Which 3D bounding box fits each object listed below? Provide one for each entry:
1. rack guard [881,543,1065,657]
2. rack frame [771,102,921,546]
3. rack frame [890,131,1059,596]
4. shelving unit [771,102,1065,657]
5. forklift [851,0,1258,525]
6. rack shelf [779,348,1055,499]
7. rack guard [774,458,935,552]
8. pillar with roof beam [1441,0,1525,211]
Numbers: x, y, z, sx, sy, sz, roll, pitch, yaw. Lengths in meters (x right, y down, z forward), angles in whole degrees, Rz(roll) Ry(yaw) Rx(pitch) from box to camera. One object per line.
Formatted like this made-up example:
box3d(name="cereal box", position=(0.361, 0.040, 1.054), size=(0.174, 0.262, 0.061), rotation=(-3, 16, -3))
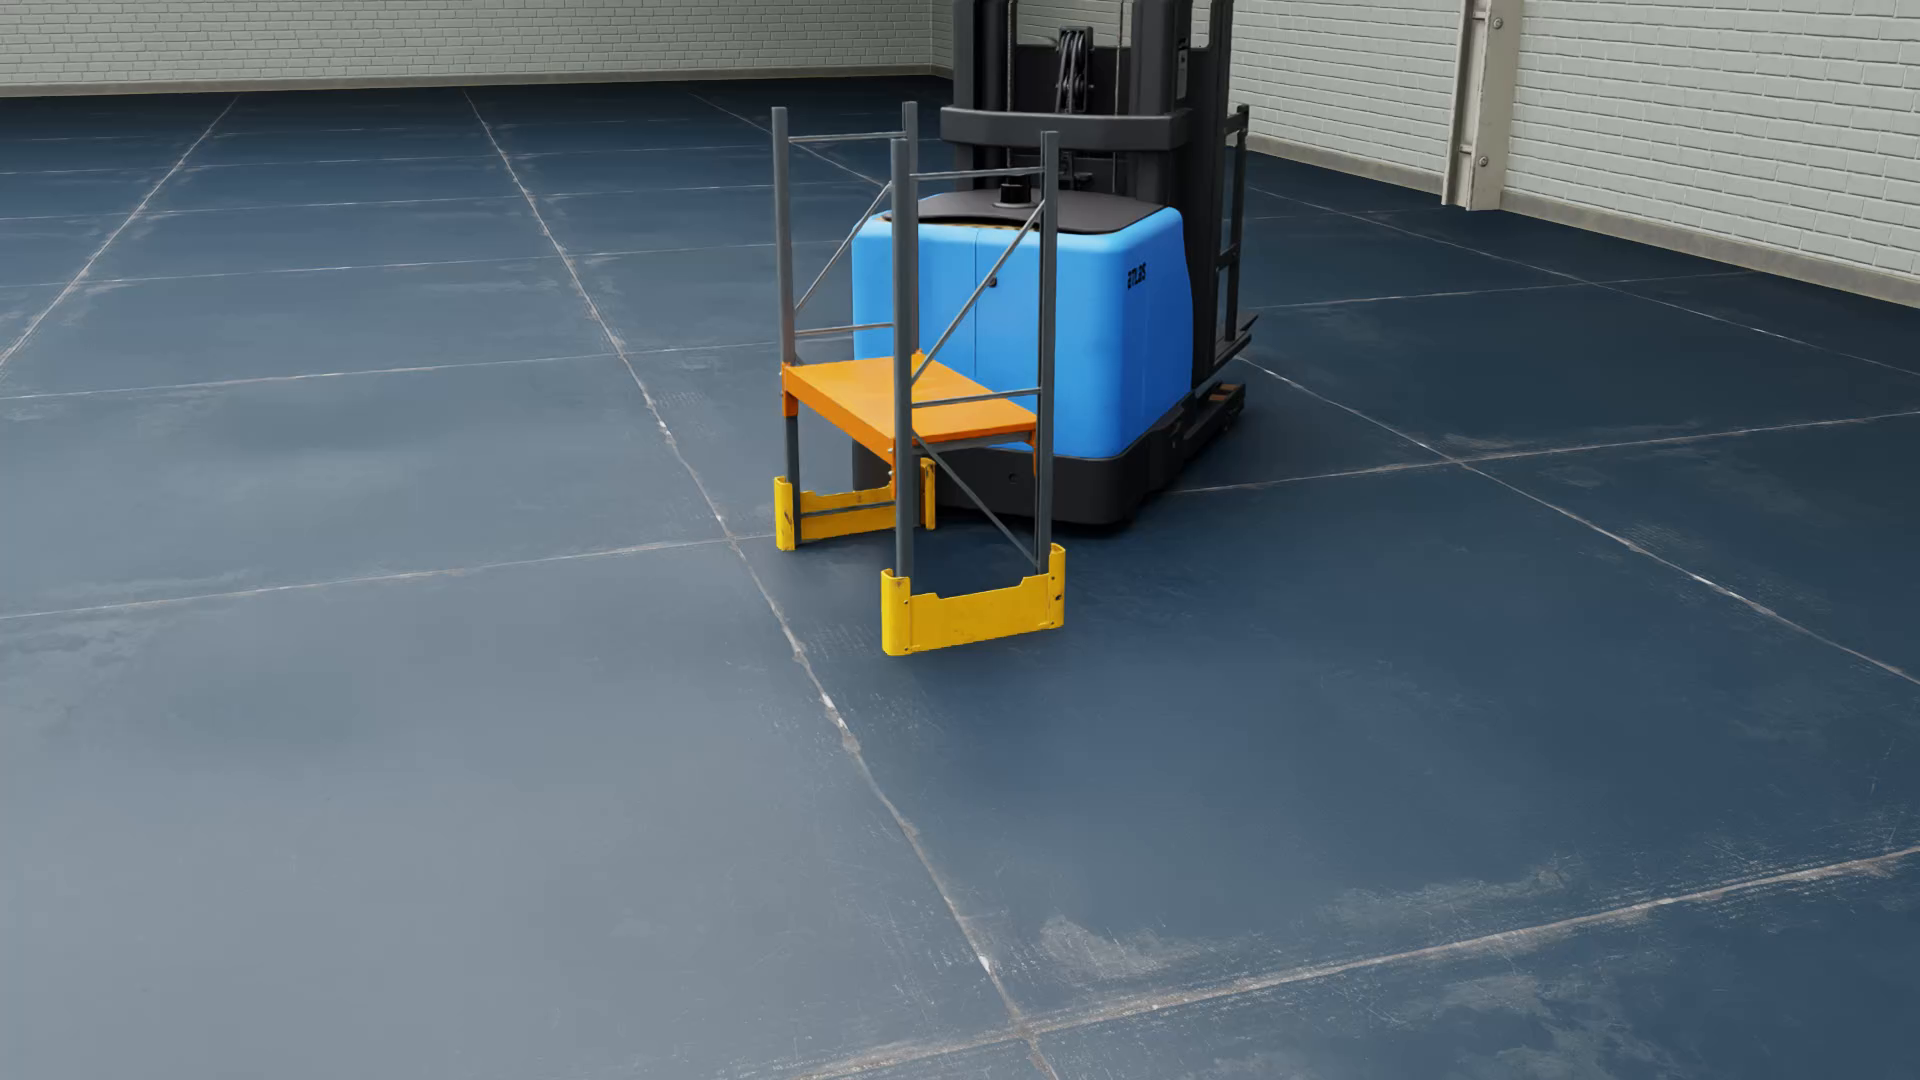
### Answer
box3d(name="rack guard", position=(0.045, 0.179, 5.048), size=(0.587, 0.250, 0.087), rotation=(-9, 22, -23))
box3d(name="rack frame", position=(-0.375, -0.722, 5.707), size=(0.500, 1.500, 0.032), rotation=(-9, 22, -23))
box3d(name="rack frame", position=(0.045, -0.409, 4.836), size=(0.500, 1.500, 0.032), rotation=(-9, 22, -23))
box3d(name="shelving unit", position=(-0.161, -0.562, 5.264), size=(0.587, 1.500, 1.083), rotation=(-9, 22, -23))
box3d(name="forklift", position=(0.626, -1.894, 6.855), size=(1.130, 2.935, 3.031), rotation=(8, 21, 21))
box3d(name="rack shelf", position=(-0.165, -0.396, 5.332), size=(0.538, 0.185, 1.000), rotation=(-9, 22, -23))
box3d(name="rack guard", position=(-0.367, -0.127, 5.902), size=(0.587, 0.250, 0.087), rotation=(-9, 22, -23))
box3d(name="pillar with roof beam", position=(0.036, -6.468, 10.611), size=(9.100, 9.000, 0.400), rotation=(-6, 21, -17))
